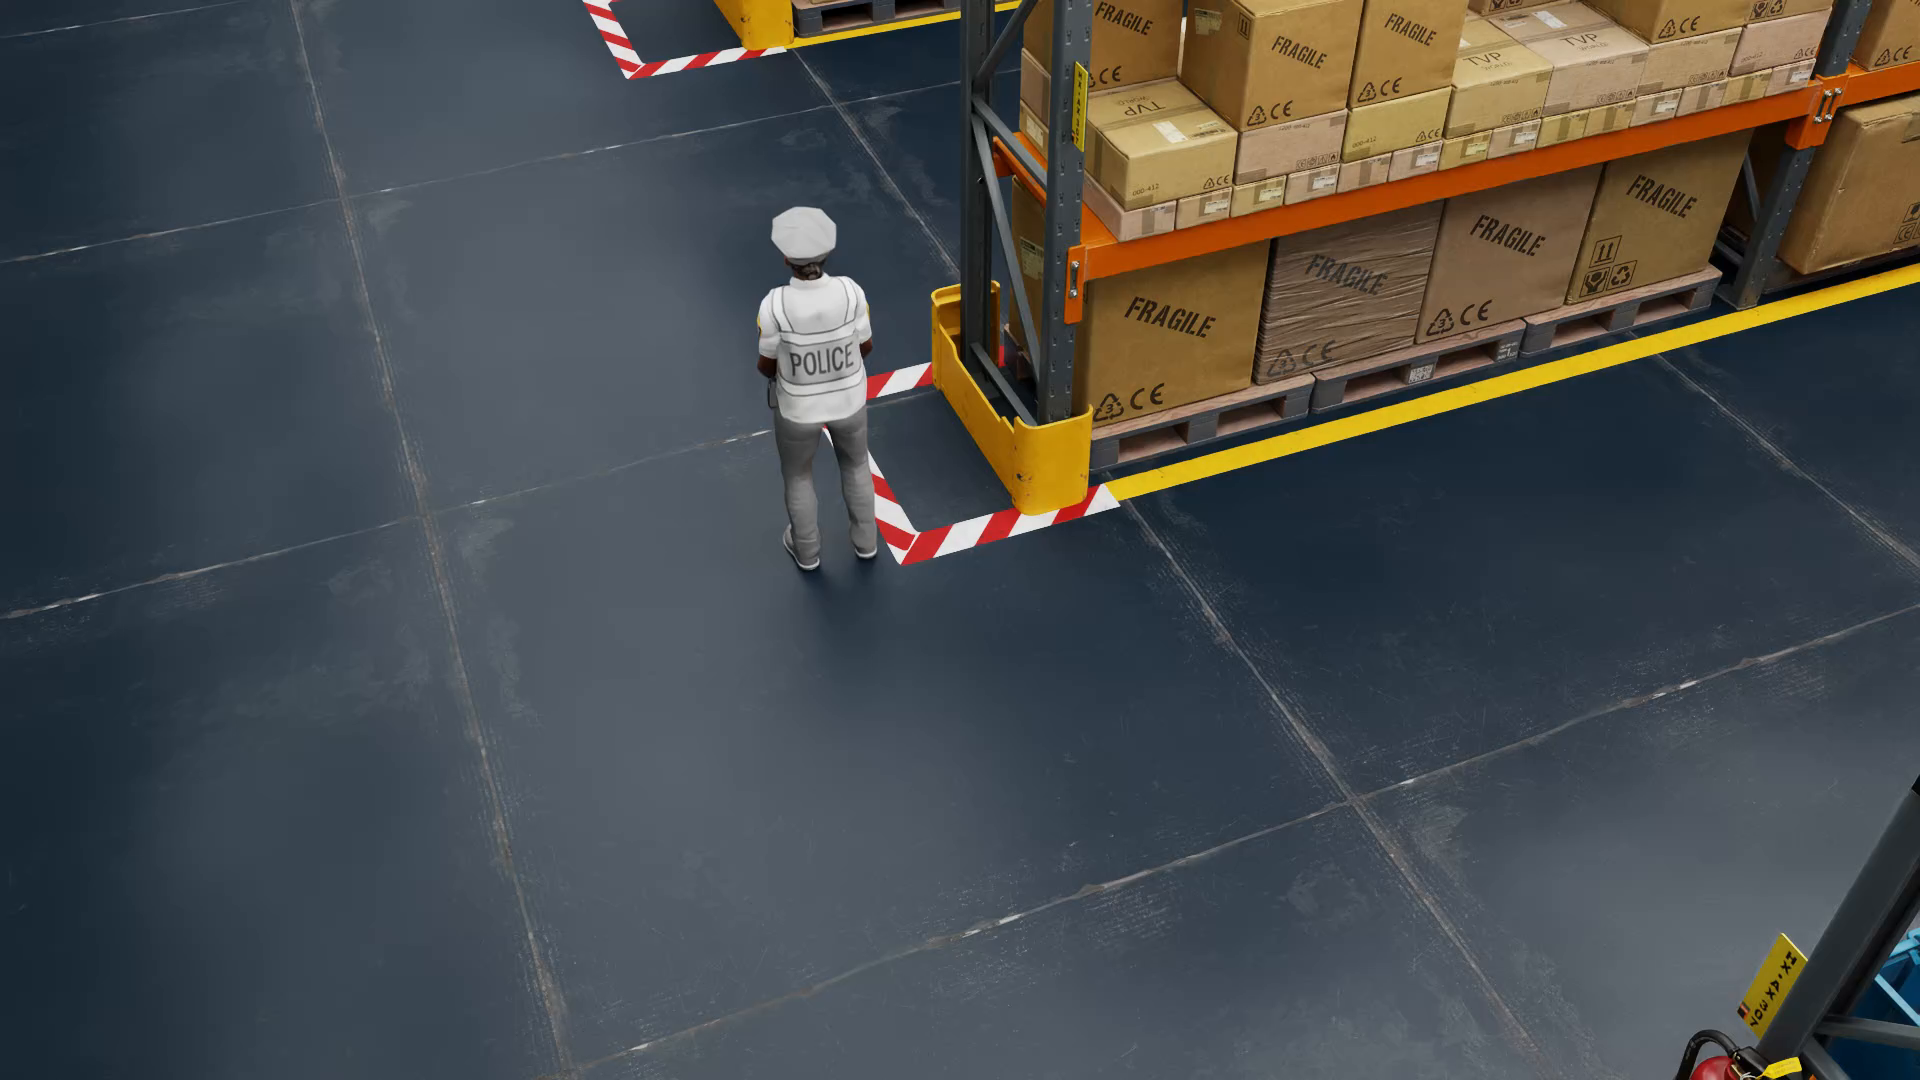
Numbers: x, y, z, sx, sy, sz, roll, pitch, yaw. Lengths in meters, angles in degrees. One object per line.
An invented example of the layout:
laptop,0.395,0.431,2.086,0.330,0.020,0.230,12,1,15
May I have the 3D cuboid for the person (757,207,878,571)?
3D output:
person,-0.584,-0.594,6.801,0.479,1.684,0.429,-11,43,-12
